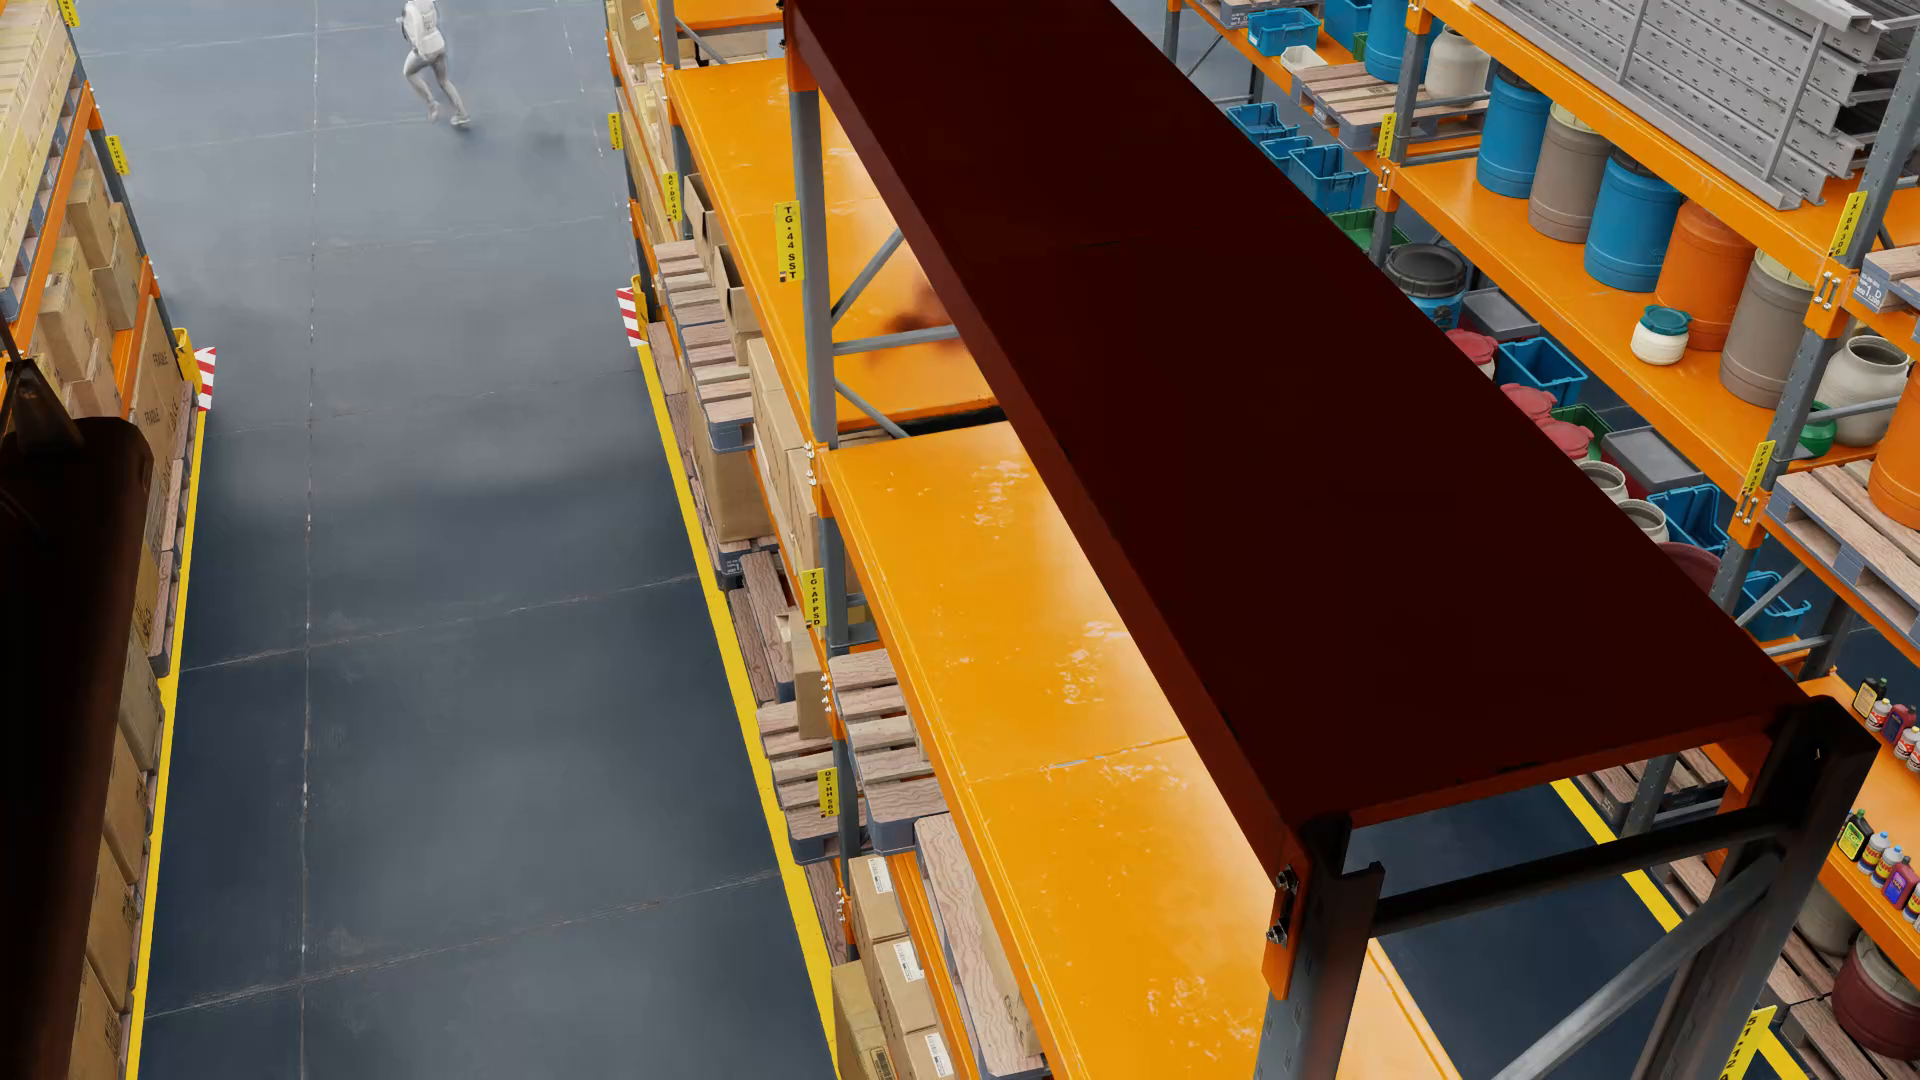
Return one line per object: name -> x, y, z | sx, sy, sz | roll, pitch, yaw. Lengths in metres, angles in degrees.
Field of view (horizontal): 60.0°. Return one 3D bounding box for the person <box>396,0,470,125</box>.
person -> -5.826, -5.339, 18.204 | 0.786, 1.675, 0.641 | 15, 41, 18
